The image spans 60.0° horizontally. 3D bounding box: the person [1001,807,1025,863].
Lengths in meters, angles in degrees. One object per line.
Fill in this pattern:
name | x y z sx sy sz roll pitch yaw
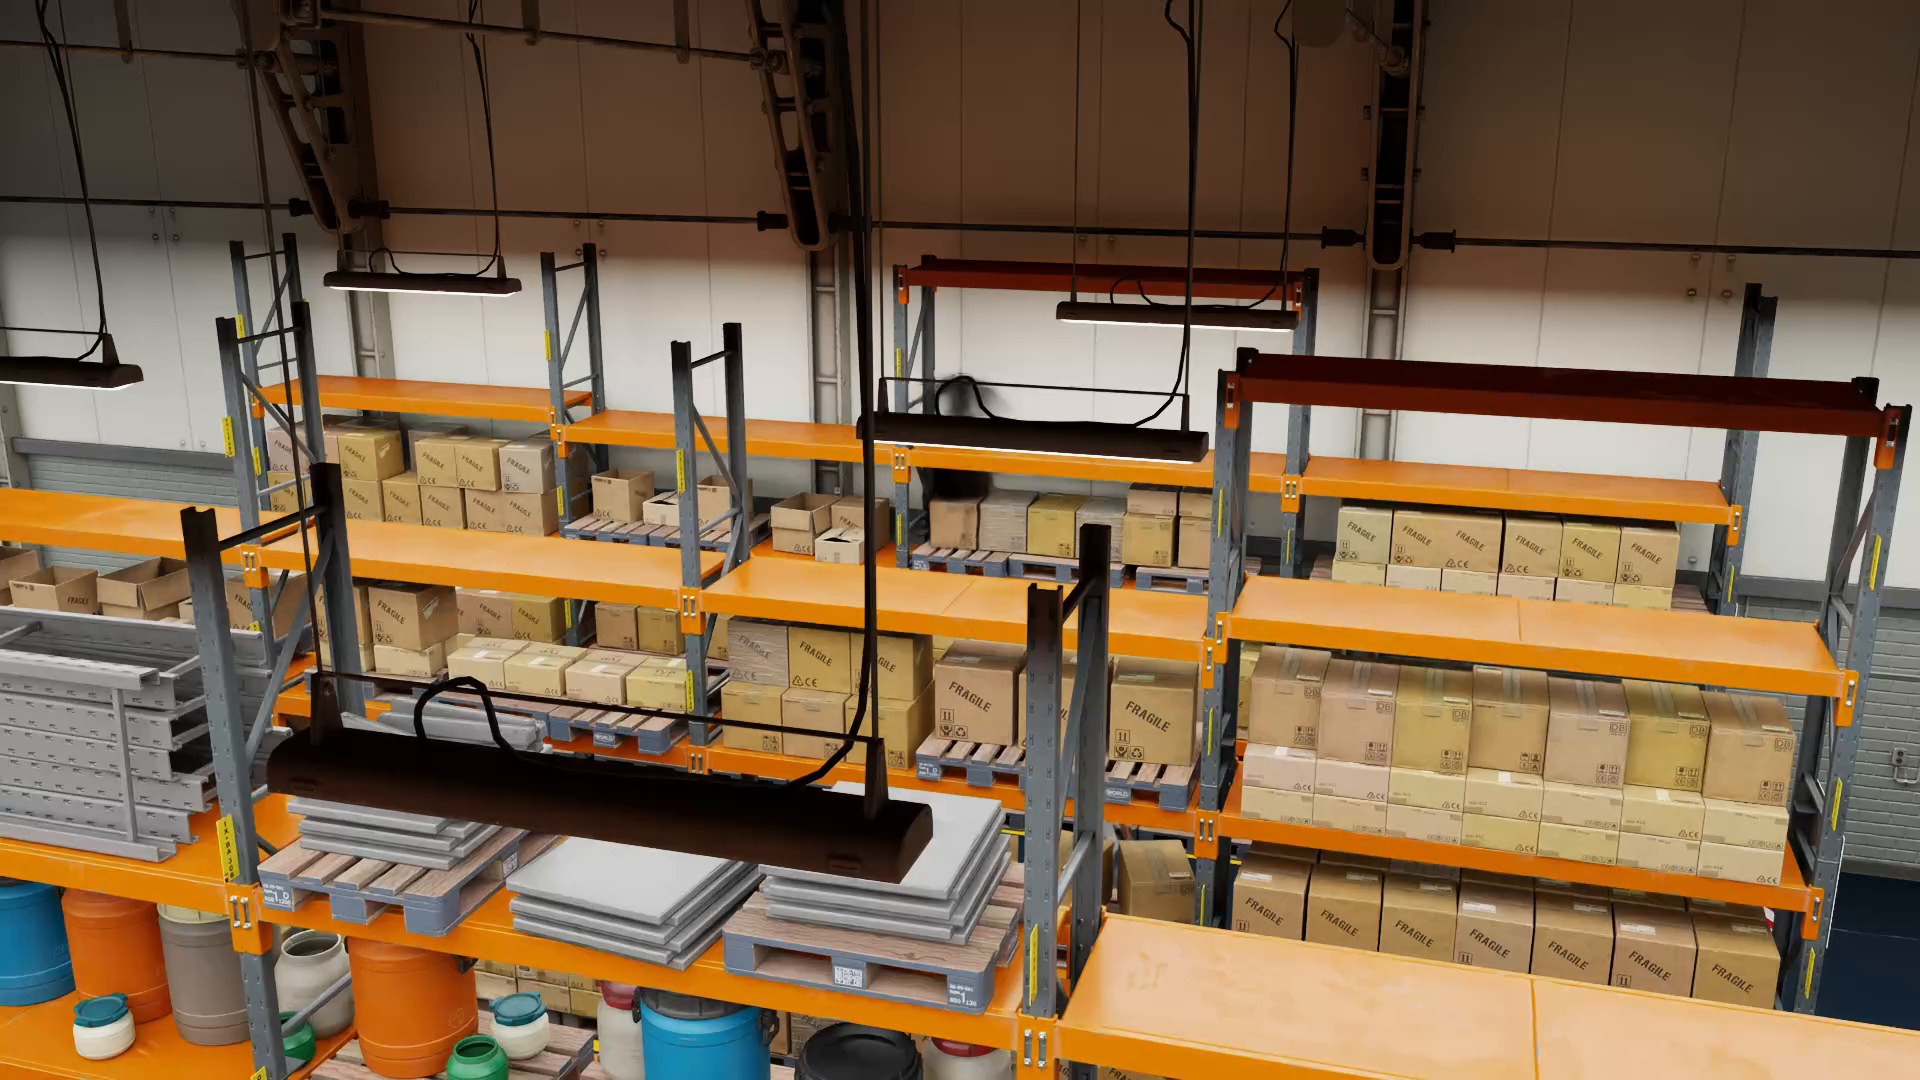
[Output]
person | 0.707 2.953 15.827 0.918 1.497 0.563 9 18 28
